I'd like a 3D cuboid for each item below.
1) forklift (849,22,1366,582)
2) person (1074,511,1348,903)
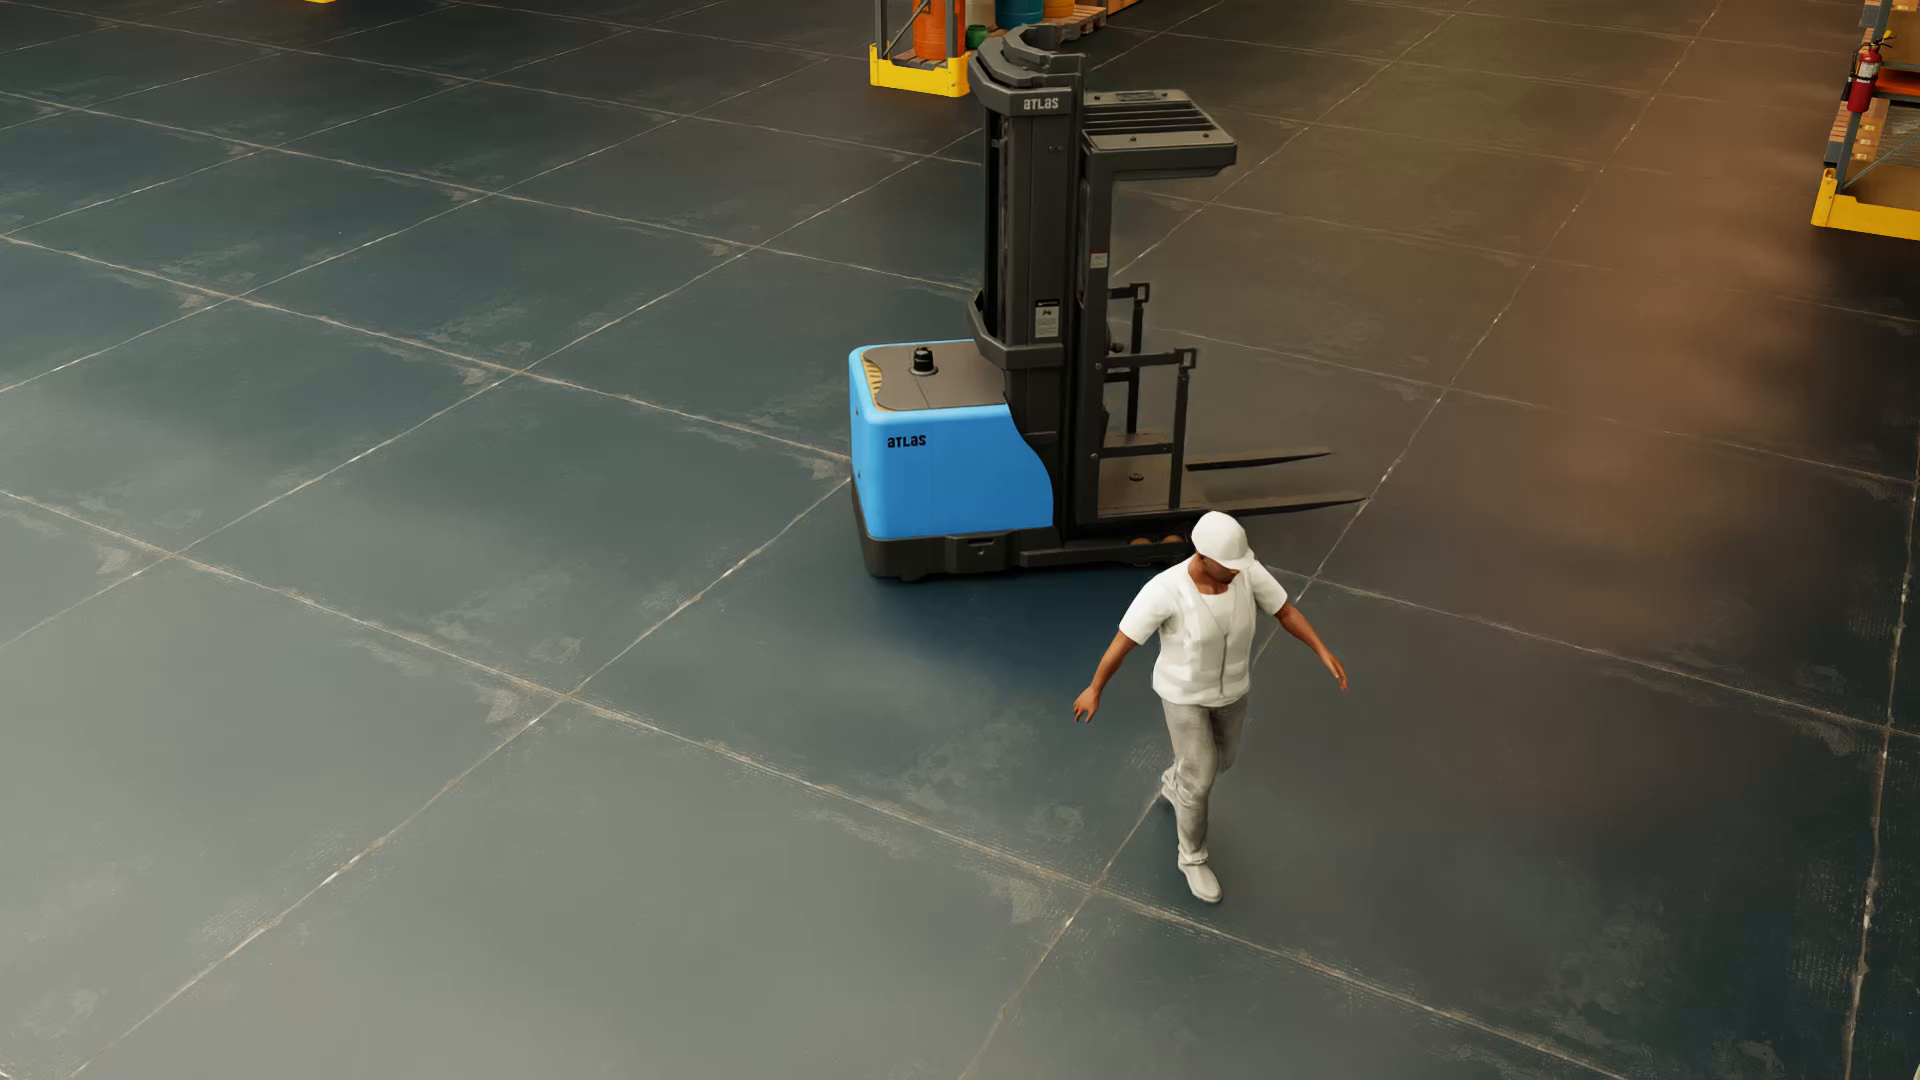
[{"bbox_3d":[0.894,-1.369,9.442,3.031,2.935,1.130,-5,30,-8],"label":"forklift"},{"bbox_3d":[1.038,0.661,7.123,1.009,1.745,0.759,-14,33,-22],"label":"person"}]
